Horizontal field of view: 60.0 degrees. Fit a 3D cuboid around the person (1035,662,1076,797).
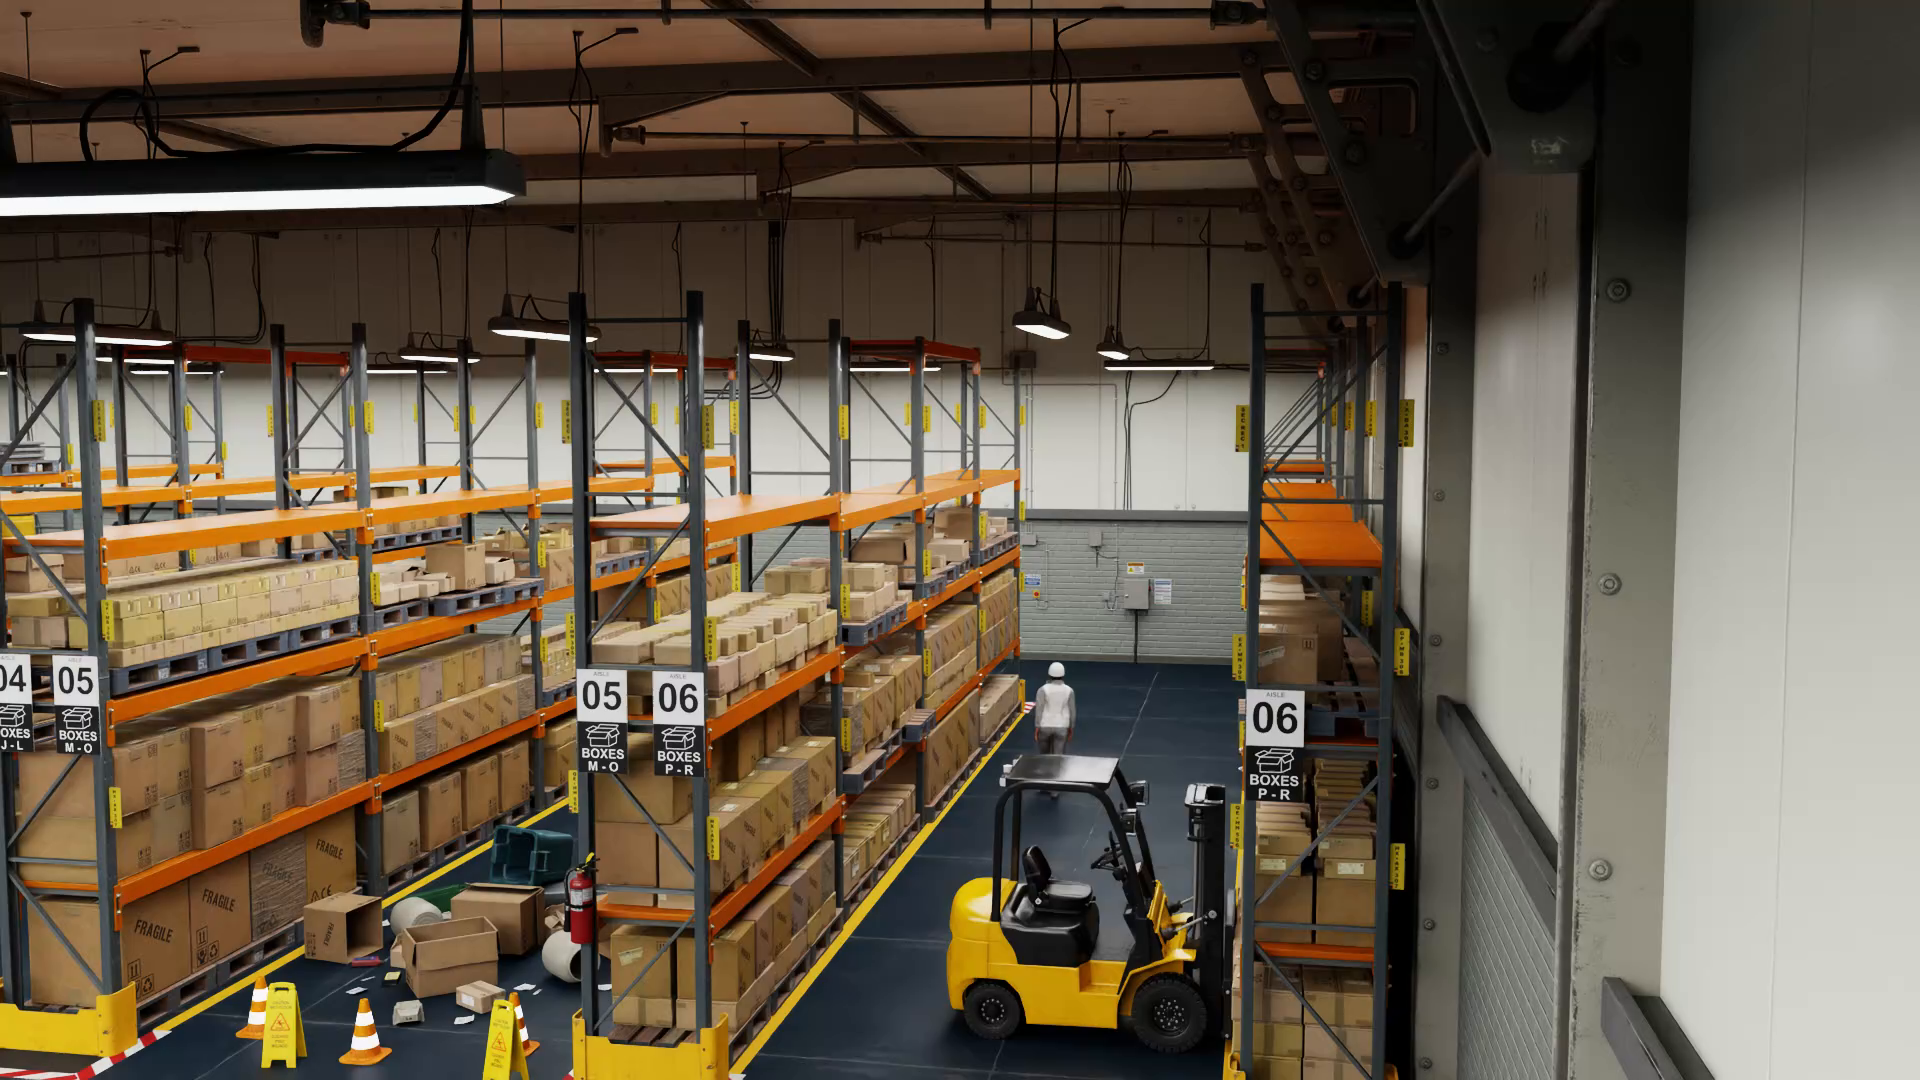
[{"bbox_3d":[1.267,2.532,22.089,0.545,1.822,0.613,0,5,5],"label":"person"}]
